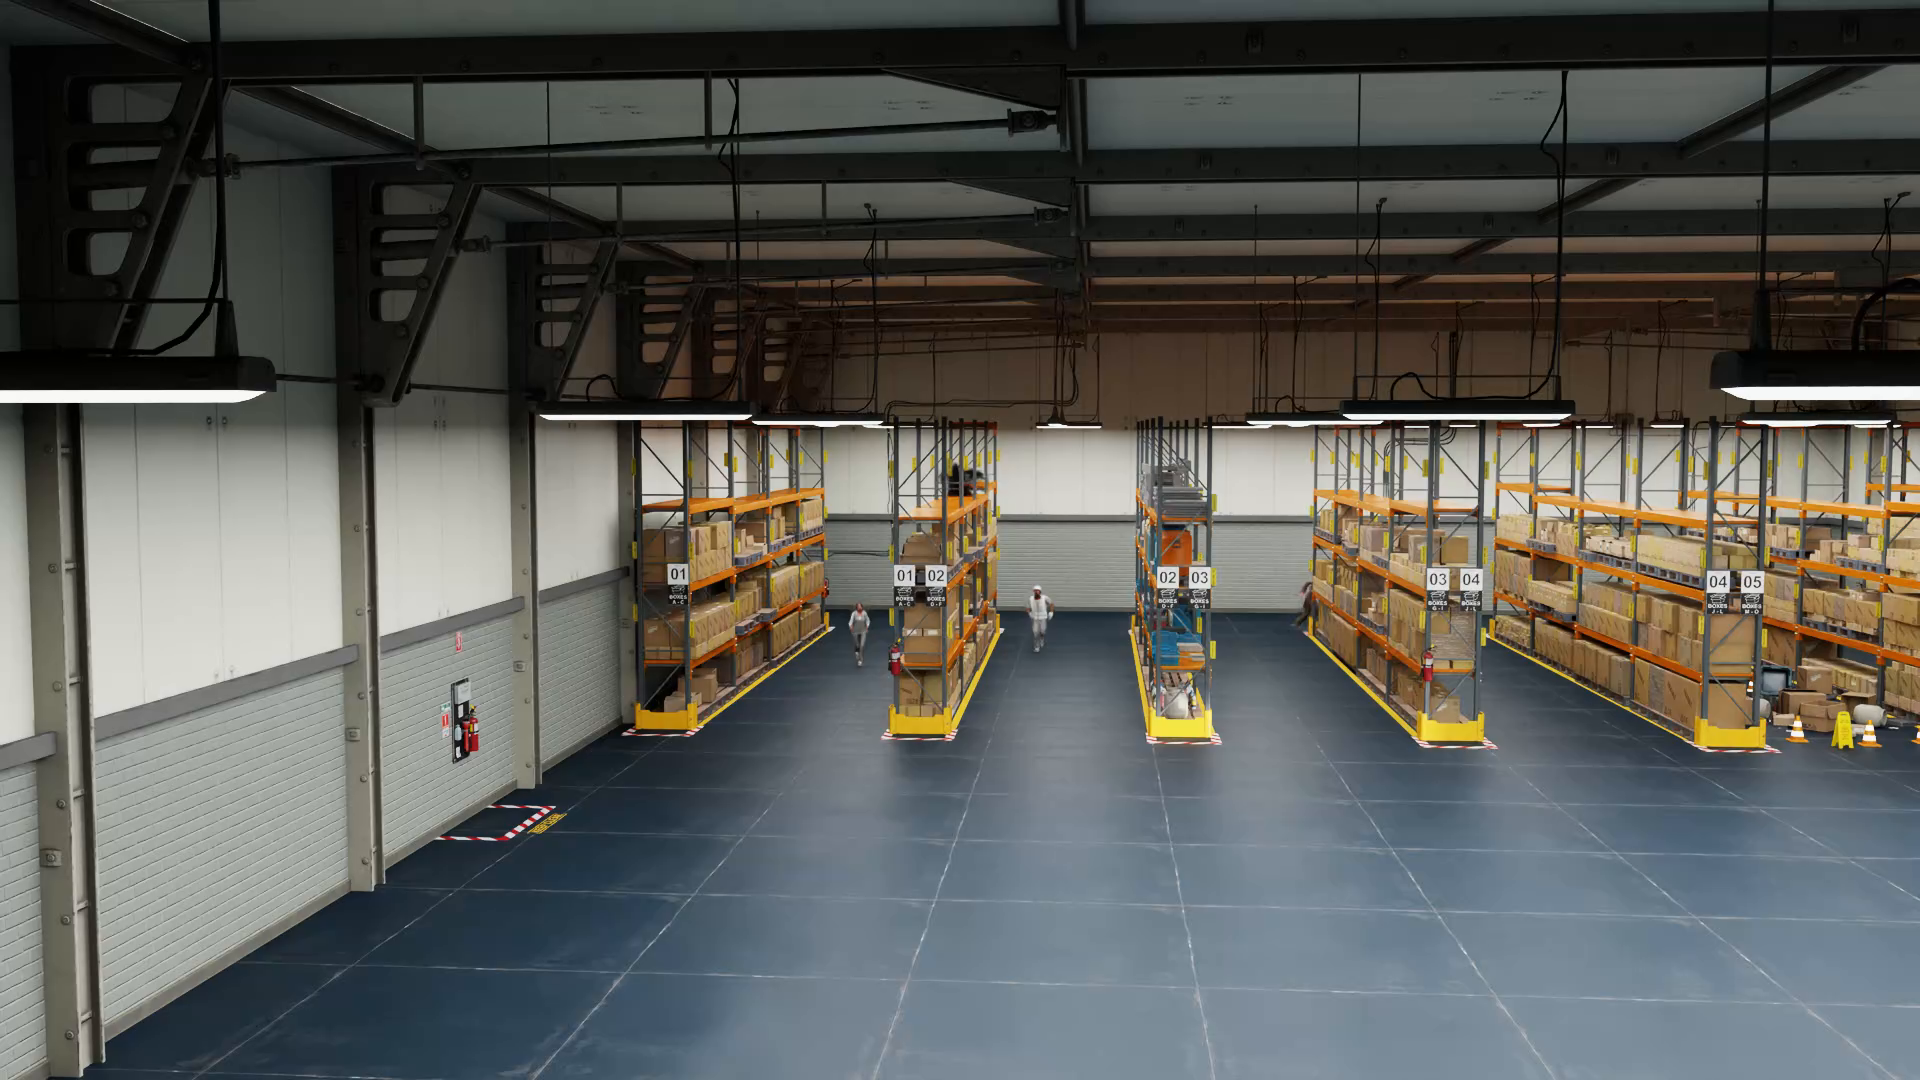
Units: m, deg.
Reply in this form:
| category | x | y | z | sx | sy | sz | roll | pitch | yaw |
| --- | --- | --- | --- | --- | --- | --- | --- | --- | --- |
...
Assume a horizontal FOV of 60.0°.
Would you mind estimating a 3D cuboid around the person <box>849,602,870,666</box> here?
| category | x | y | z | sx | sy | sz | roll | pitch | yaw |
| --- | --- | --- | --- | --- | --- | --- | --- | --- | --- |
| person | -2.467 | 2.291 | 40.866 | 0.516 | 1.559 | 0.666 | 0 | 4 | -3 |

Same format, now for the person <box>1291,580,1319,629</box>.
| category | x | y | z | sx | sy | sz | roll | pitch | yaw |
| --- | --- | --- | --- | --- | --- | --- | --- | --- | --- |
| person | 10.090 | 1.804 | 47.720 | 1.126 | 1.668 | 0.693 | 1 | 4 | 18 |

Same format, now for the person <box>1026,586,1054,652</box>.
| category | x | y | z | sx | sy | sz | roll | pitch | yaw |
| --- | --- | --- | --- | --- | --- | --- | --- | --- | --- |
| person | 2.046 | 2.049 | 42.995 | 0.710 | 1.730 | 0.653 | 1 | 4 | 8 |
